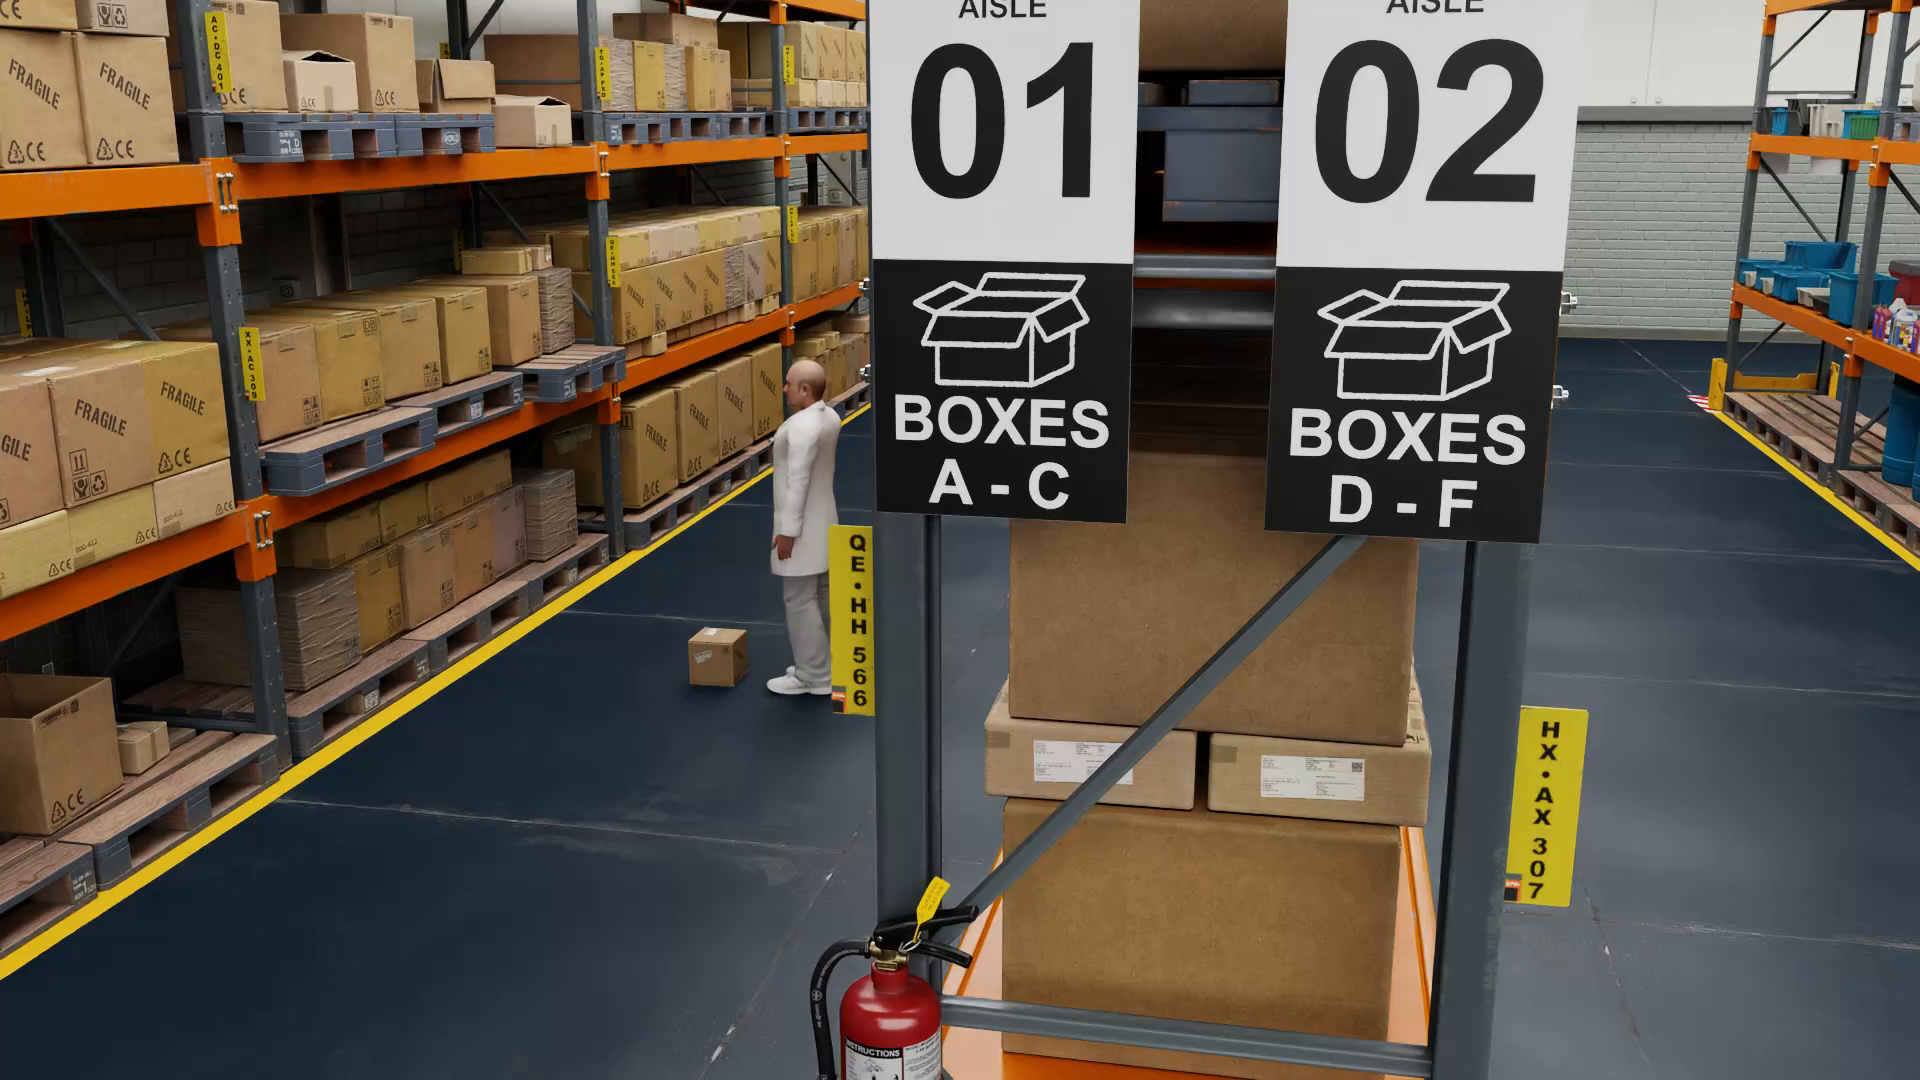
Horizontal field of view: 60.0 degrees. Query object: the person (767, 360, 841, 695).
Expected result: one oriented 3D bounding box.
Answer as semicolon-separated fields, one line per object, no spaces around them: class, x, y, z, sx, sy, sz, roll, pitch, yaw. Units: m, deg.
person;-0.824;-0.060;8.801;0.381;1.791;0.561;3;15;13
